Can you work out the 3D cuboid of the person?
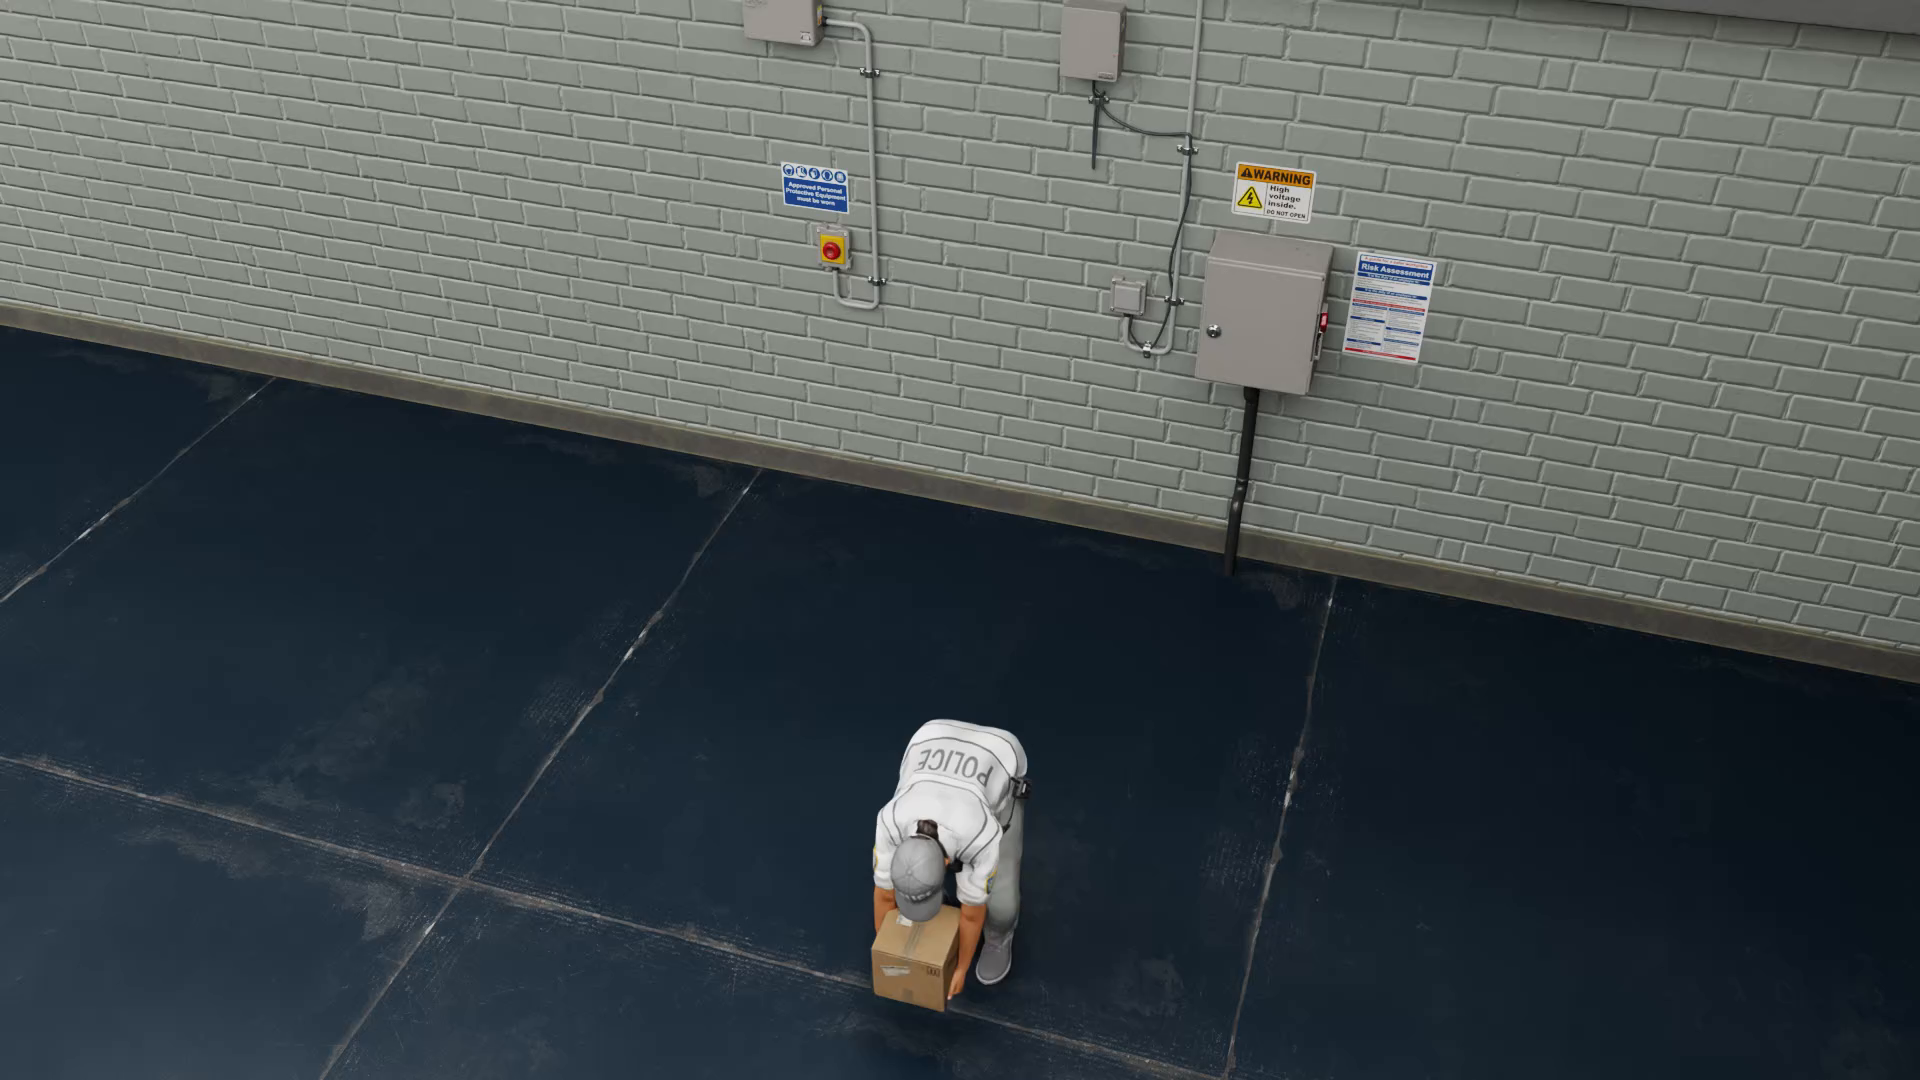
[{"bbox_3d":[-0.045,1.183,5.795,0.501,1.111,0.929,9,38,12],"label":"person"}]
